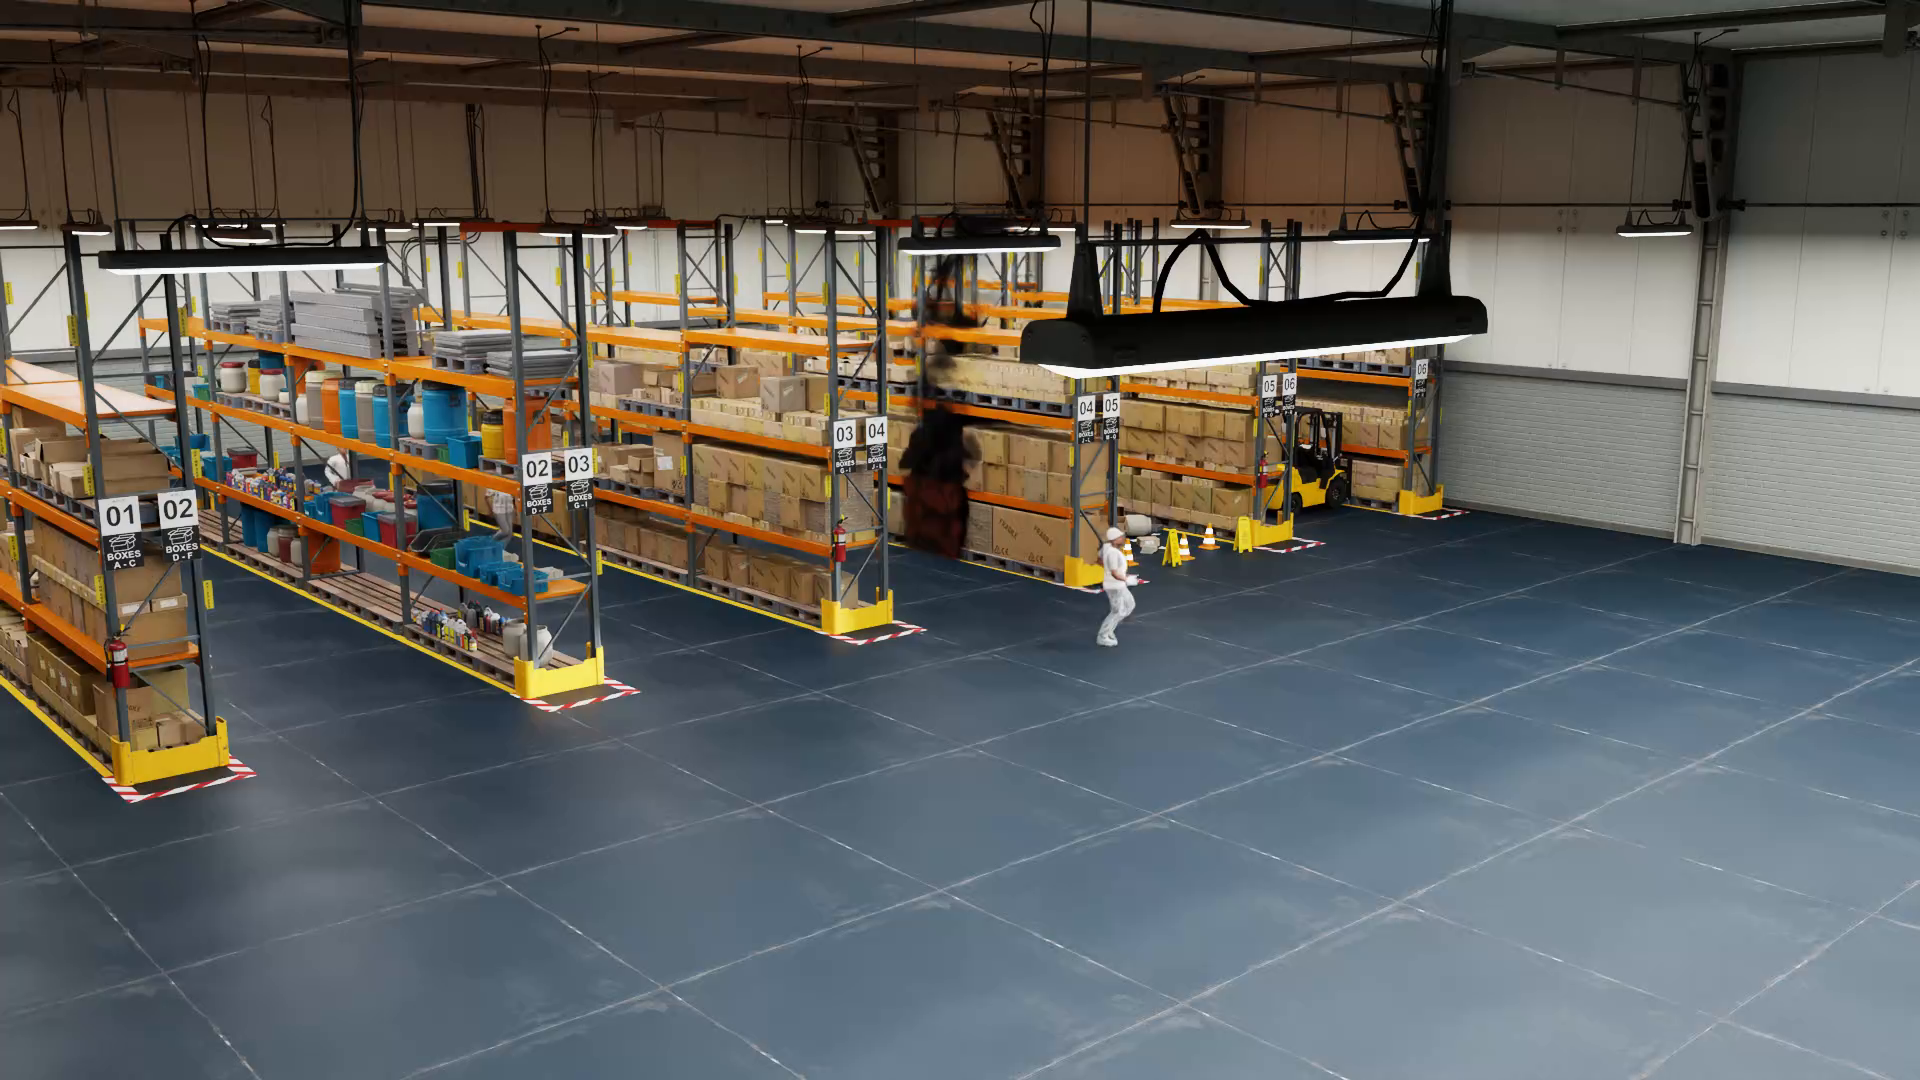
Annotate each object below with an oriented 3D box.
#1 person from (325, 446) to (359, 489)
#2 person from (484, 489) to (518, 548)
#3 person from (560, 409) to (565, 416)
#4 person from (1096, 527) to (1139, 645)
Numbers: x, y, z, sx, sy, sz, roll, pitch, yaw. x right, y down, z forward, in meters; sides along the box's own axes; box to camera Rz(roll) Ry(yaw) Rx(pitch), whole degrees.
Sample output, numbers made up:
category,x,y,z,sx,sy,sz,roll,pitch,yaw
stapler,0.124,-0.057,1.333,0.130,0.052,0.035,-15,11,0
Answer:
category,x,y,z,sx,sy,sz,roll,pitch,yaw
person,-12.127,-1.054,32.740,0.625,1.736,0.694,8,14,33
person,-8.269,-0.498,30.185,0.586,1.644,0.559,11,16,42
person,-9.748,-2.473,40.392,0.646,1.495,0.553,11,16,42
person,2.287,0.663,24.152,0.590,1.736,0.695,0,11,0
